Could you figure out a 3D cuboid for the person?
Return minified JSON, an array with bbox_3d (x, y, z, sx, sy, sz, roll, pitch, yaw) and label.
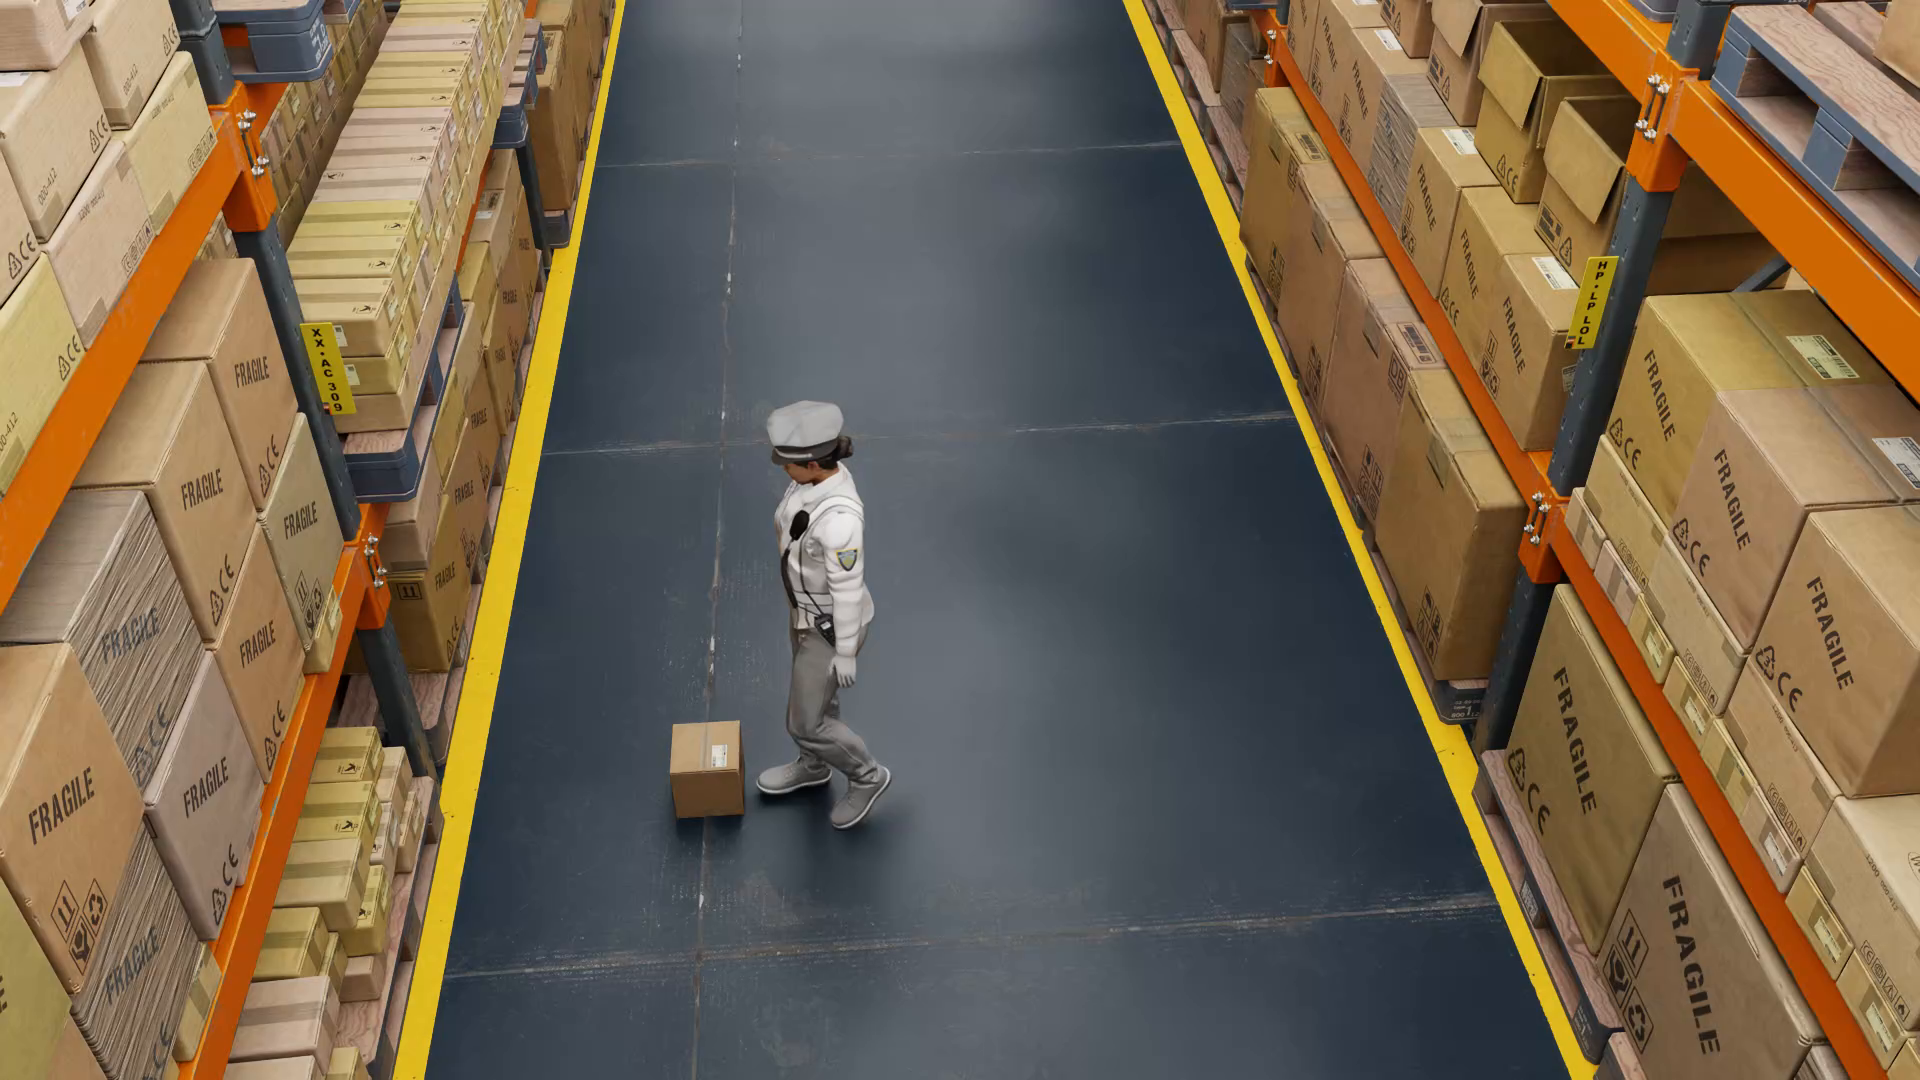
[{"bbox_3d":[-0.525,0.287,5.780,0.484,1.656,0.516,-9,40,-11],"label":"person"}]
